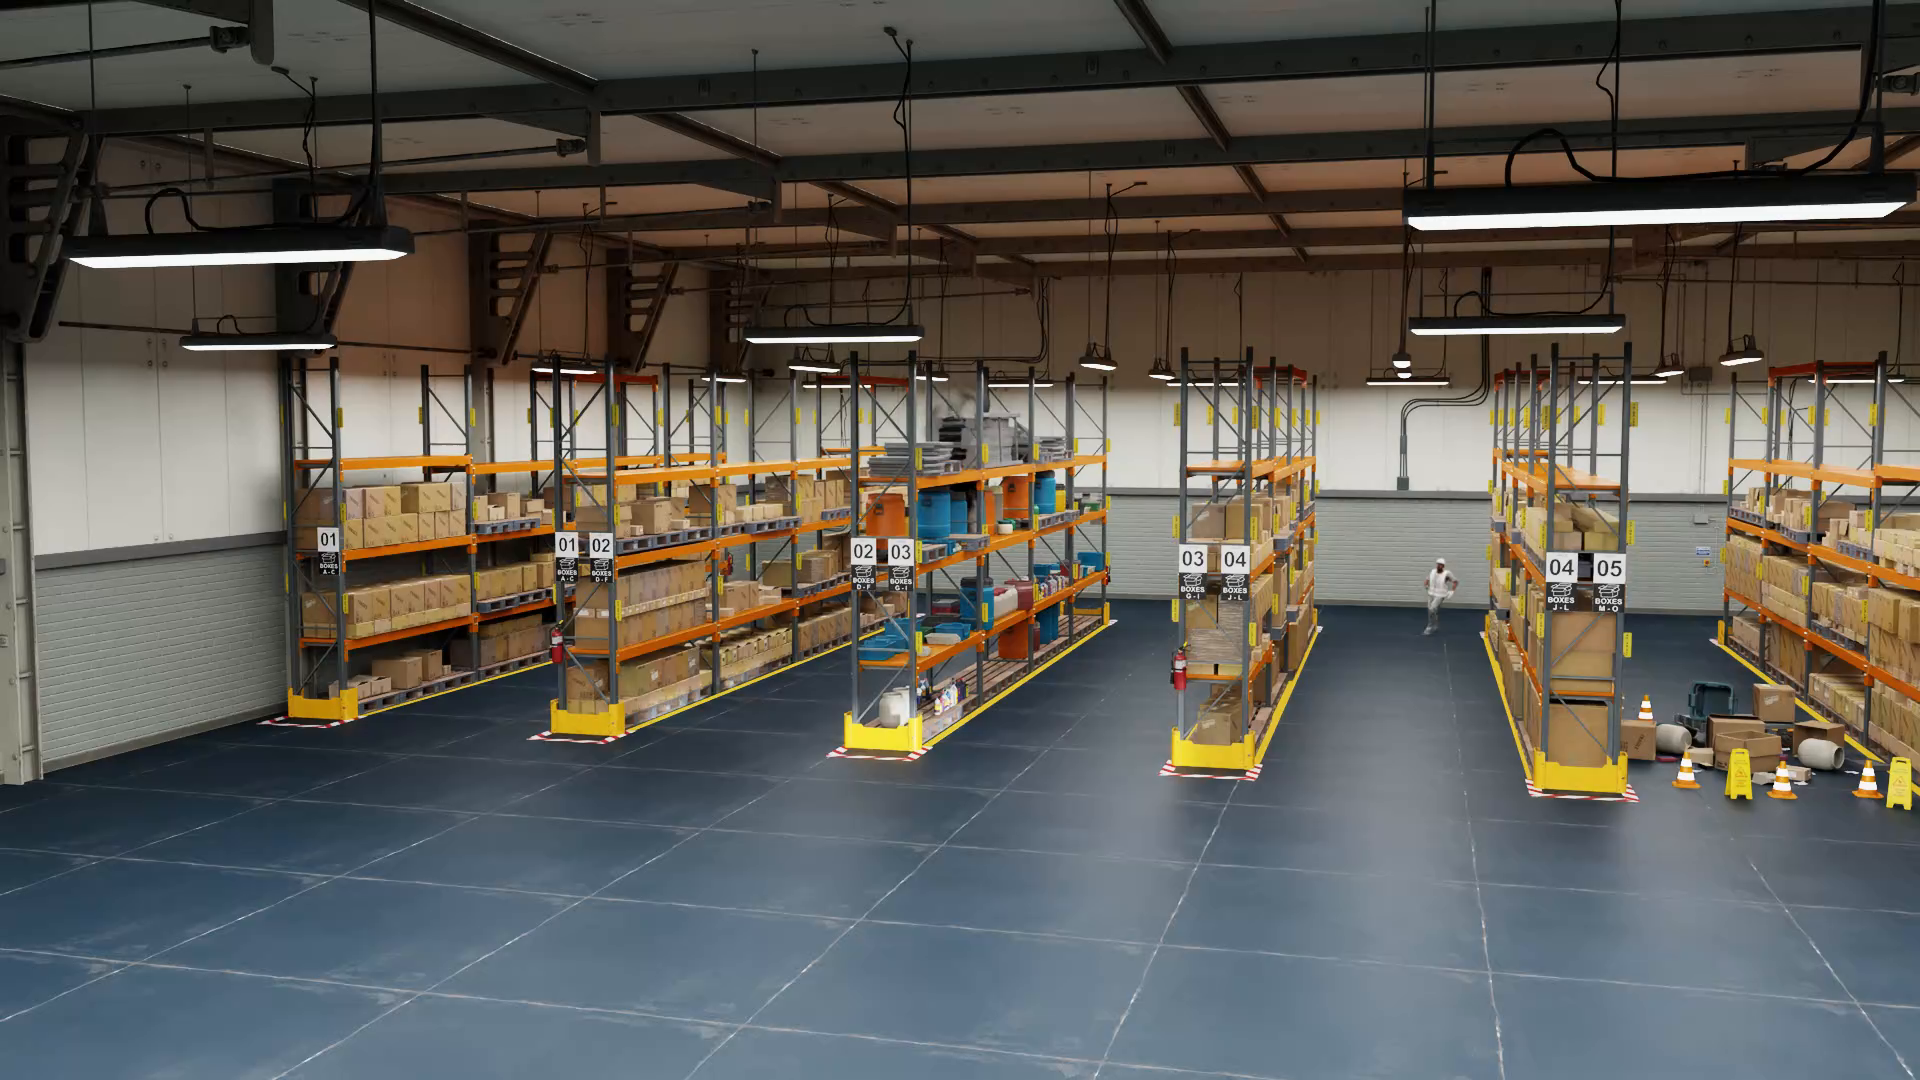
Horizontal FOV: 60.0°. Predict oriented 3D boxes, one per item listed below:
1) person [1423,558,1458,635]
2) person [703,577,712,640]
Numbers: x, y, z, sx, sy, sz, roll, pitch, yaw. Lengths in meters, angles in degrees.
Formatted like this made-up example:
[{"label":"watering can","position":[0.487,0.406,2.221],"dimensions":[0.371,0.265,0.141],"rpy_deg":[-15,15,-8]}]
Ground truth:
[{"label":"person","position":[11.042,1.314,38.394],"dimensions":[0.705,1.801,0.743],"rpy_deg":[-3,5,-39]},{"label":"person","position":[-5.284,1.602,35.277],"dimensions":[0.606,1.626,0.537],"rpy_deg":[1,4,8]}]
